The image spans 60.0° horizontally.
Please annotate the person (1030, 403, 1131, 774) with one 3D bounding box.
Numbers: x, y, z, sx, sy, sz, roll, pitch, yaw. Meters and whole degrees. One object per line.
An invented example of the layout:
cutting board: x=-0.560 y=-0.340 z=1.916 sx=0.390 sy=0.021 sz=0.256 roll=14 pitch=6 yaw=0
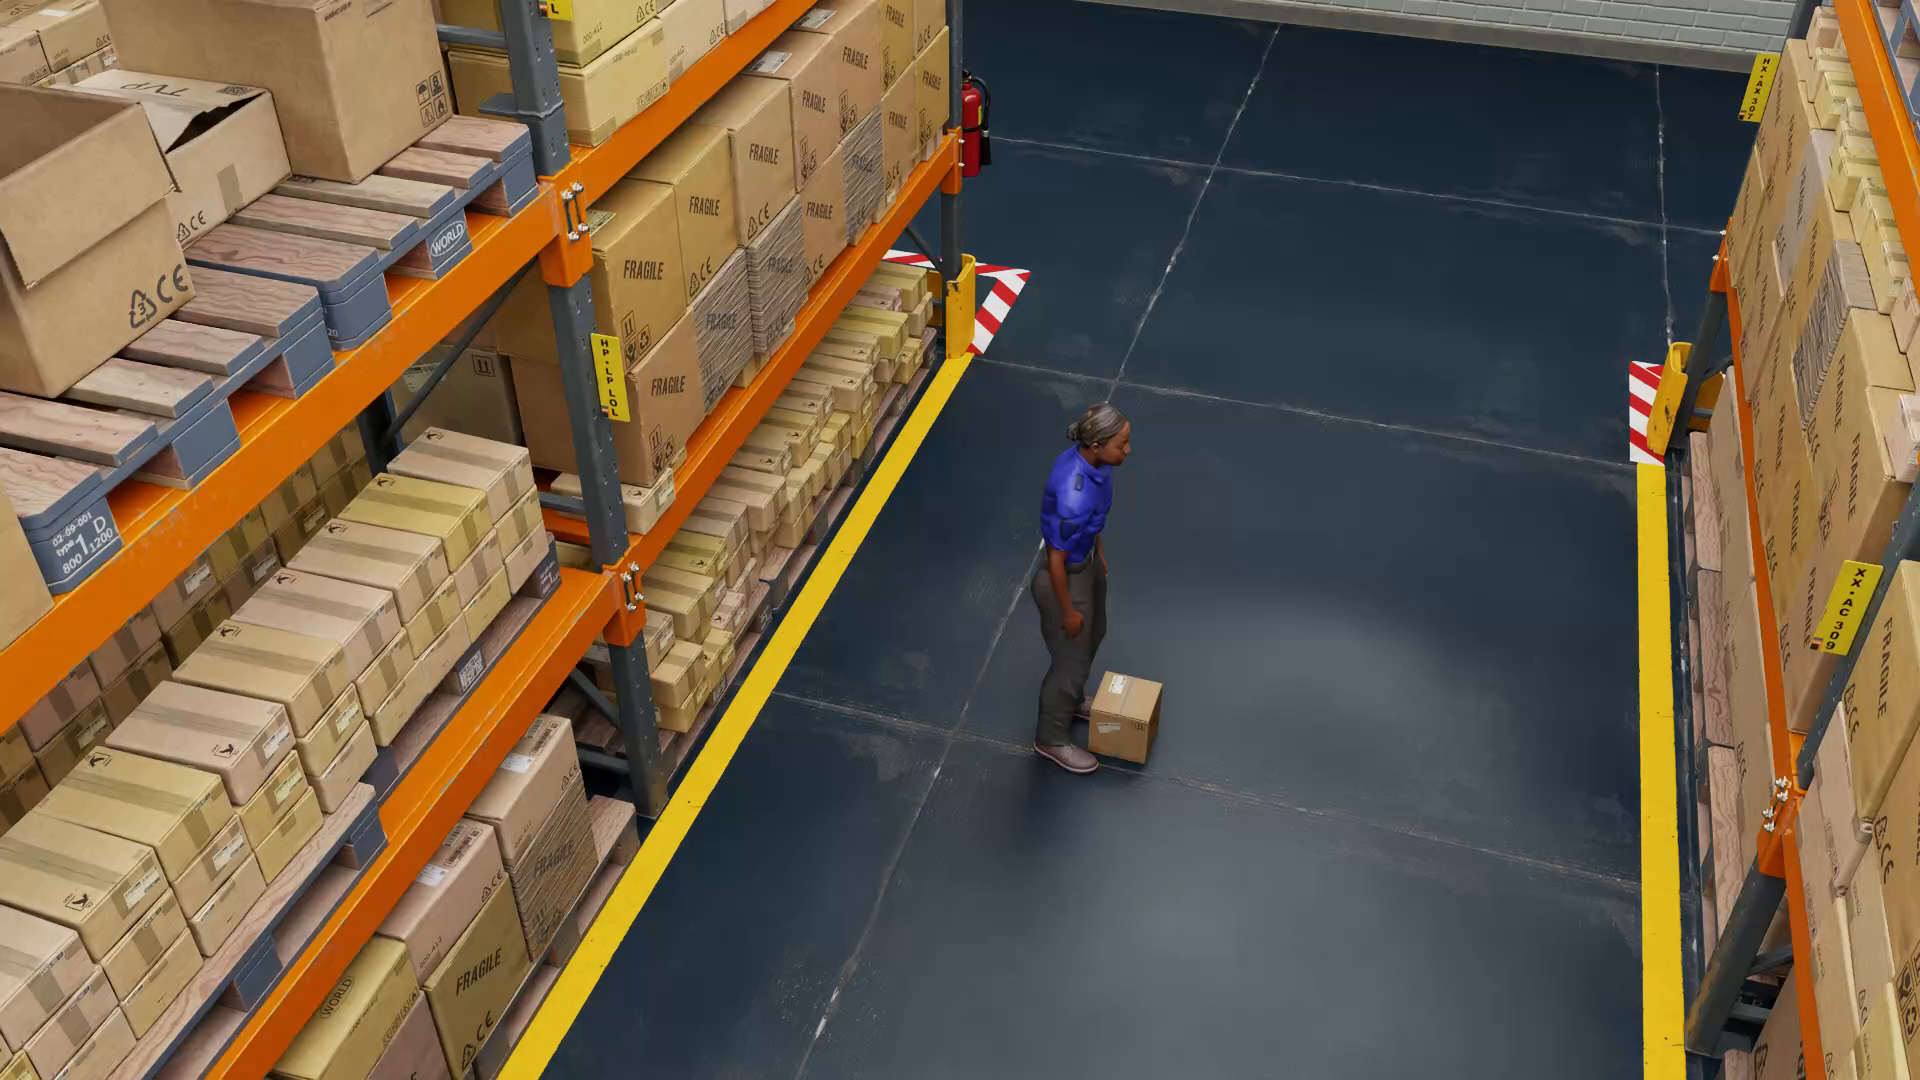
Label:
person: x=0.474 y=0.162 z=6.681 sx=0.347 sy=1.655 sz=0.505 roll=11 pitch=39 yaw=14
